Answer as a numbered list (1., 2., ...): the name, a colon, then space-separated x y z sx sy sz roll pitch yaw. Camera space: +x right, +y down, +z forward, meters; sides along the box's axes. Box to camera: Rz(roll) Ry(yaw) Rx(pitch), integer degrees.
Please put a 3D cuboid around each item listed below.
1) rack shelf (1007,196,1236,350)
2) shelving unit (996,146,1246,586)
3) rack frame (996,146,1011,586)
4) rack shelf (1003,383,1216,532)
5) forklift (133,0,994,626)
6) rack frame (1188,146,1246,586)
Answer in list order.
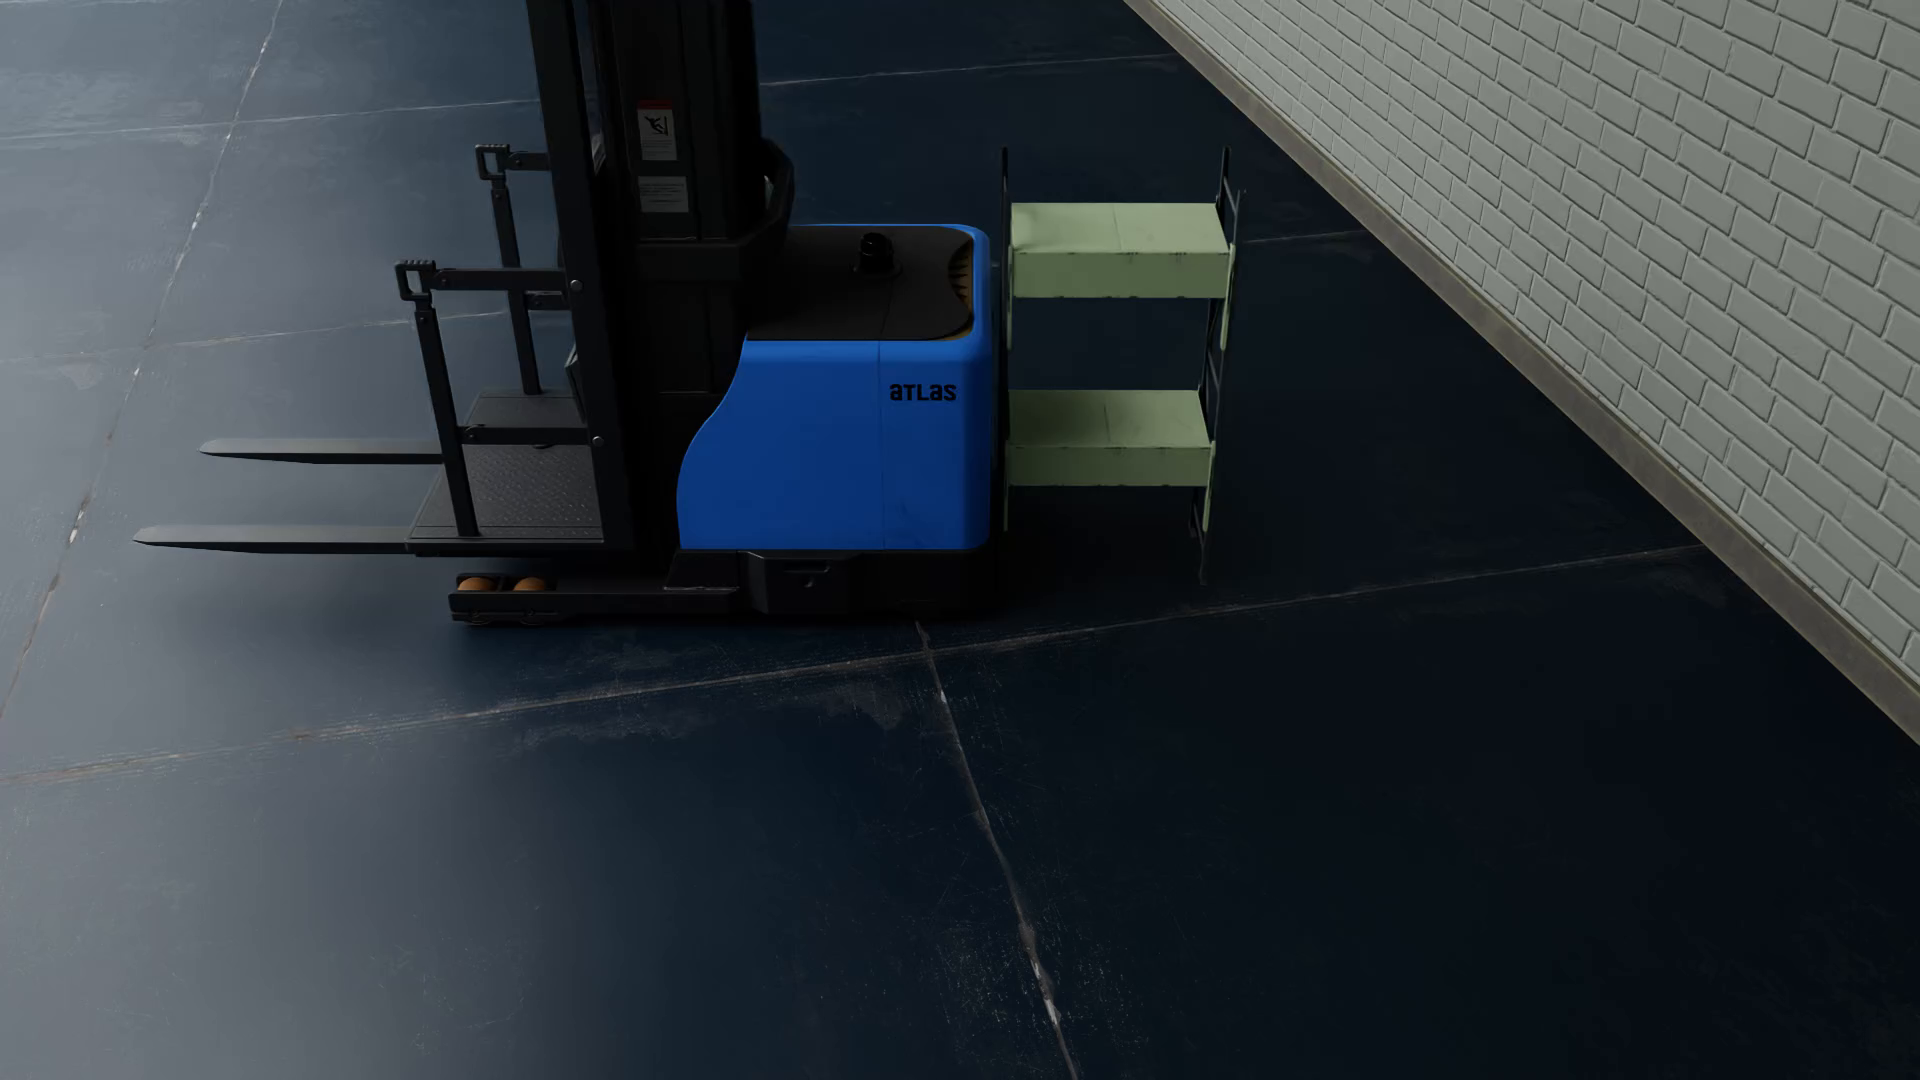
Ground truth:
1. rack shelf: 0.514 -0.893 5.534 0.720 0.370 0.431 0 34 0
2. shelving unit: 0.514 -0.569 5.752 0.755 1.500 0.431 0 34 0
3. rack frame: 0.148 -0.570 5.753 0.023 1.500 0.400 0 34 0
4. rack shelf: 0.514 -0.298 5.933 0.720 0.370 0.431 0 34 0
5. forklift: -1.397 -1.213 5.428 3.031 2.935 1.130 0 34 0
6. rack frame: 0.880 -0.568 5.750 0.023 1.500 0.400 0 34 0
